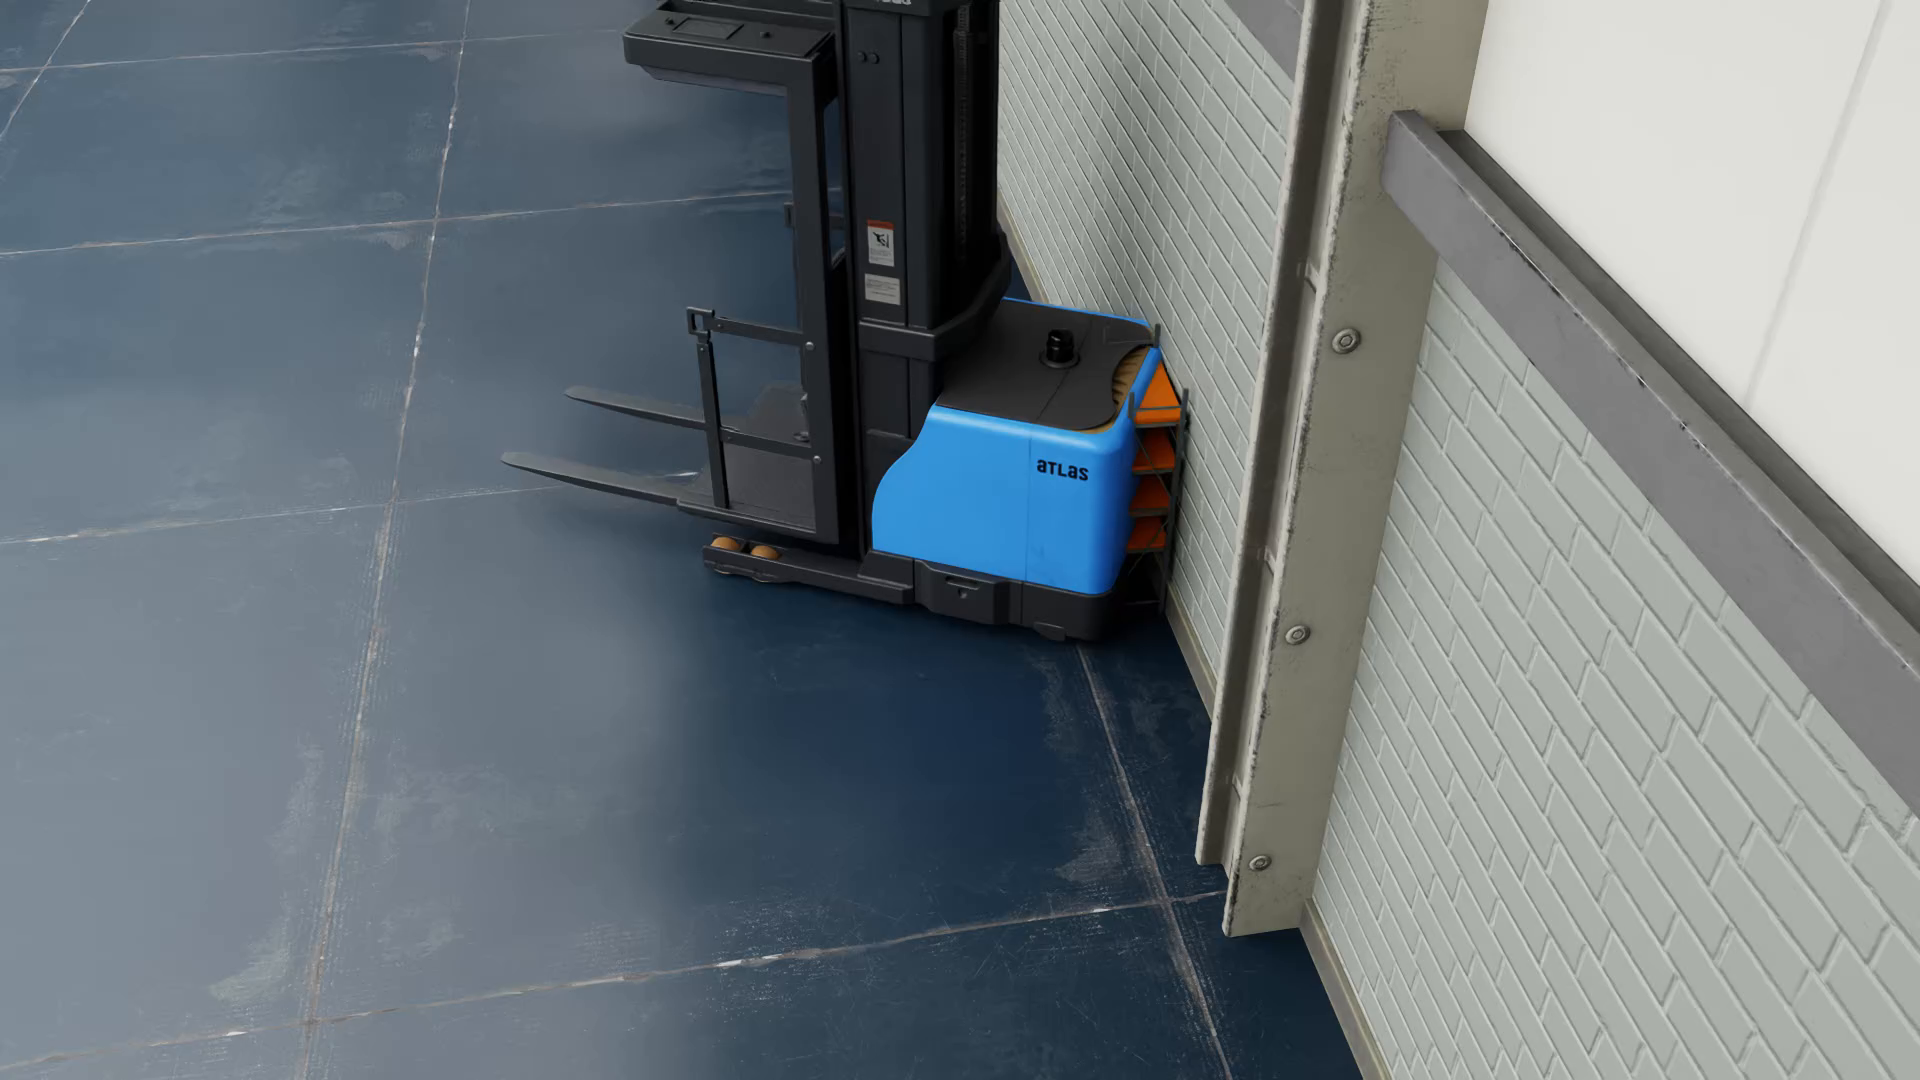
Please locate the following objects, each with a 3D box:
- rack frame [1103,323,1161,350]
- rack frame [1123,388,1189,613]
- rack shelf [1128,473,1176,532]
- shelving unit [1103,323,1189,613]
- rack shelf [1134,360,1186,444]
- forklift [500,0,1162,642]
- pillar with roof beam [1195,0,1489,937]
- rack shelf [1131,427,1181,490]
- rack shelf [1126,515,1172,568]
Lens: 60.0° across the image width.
[{"bbox_3d":[0.716,-0.431,7.338,0.240,1.200,0.015,-4,40,-6],"label":"rack frame"},{"bbox_3d":[0.782,-0.125,6.964,0.240,1.200,0.015,-4,40,-6],"label":"rack frame"},{"bbox_3d":[0.748,-0.226,7.193,0.258,0.148,0.480,-4,40,-6],"label":"rack shelf"},{"bbox_3d":[0.749,-0.278,7.151,0.258,1.200,0.503,-4,40,-6],"label":"shelving unit"},{"bbox_3d":[0.753,-0.582,6.902,0.258,0.148,0.480,-4,40,-6],"label":"rack shelf"},{"bbox_3d":[-0.642,-1.259,6.981,3.031,2.935,1.130,12,39,15],"label":"forklift"},{"bbox_3d":[-3.173,-1.810,2.745,9.100,9.000,0.400,-6,38,-8],"label":"pillar with roof beam"},{"bbox_3d":[0.750,-0.399,7.052,0.258,0.148,0.480,-4,40,-6],"label":"rack shelf"},{"bbox_3d":[0.746,-0.072,7.319,0.258,0.148,0.480,-4,40,-6],"label":"rack shelf"}]
